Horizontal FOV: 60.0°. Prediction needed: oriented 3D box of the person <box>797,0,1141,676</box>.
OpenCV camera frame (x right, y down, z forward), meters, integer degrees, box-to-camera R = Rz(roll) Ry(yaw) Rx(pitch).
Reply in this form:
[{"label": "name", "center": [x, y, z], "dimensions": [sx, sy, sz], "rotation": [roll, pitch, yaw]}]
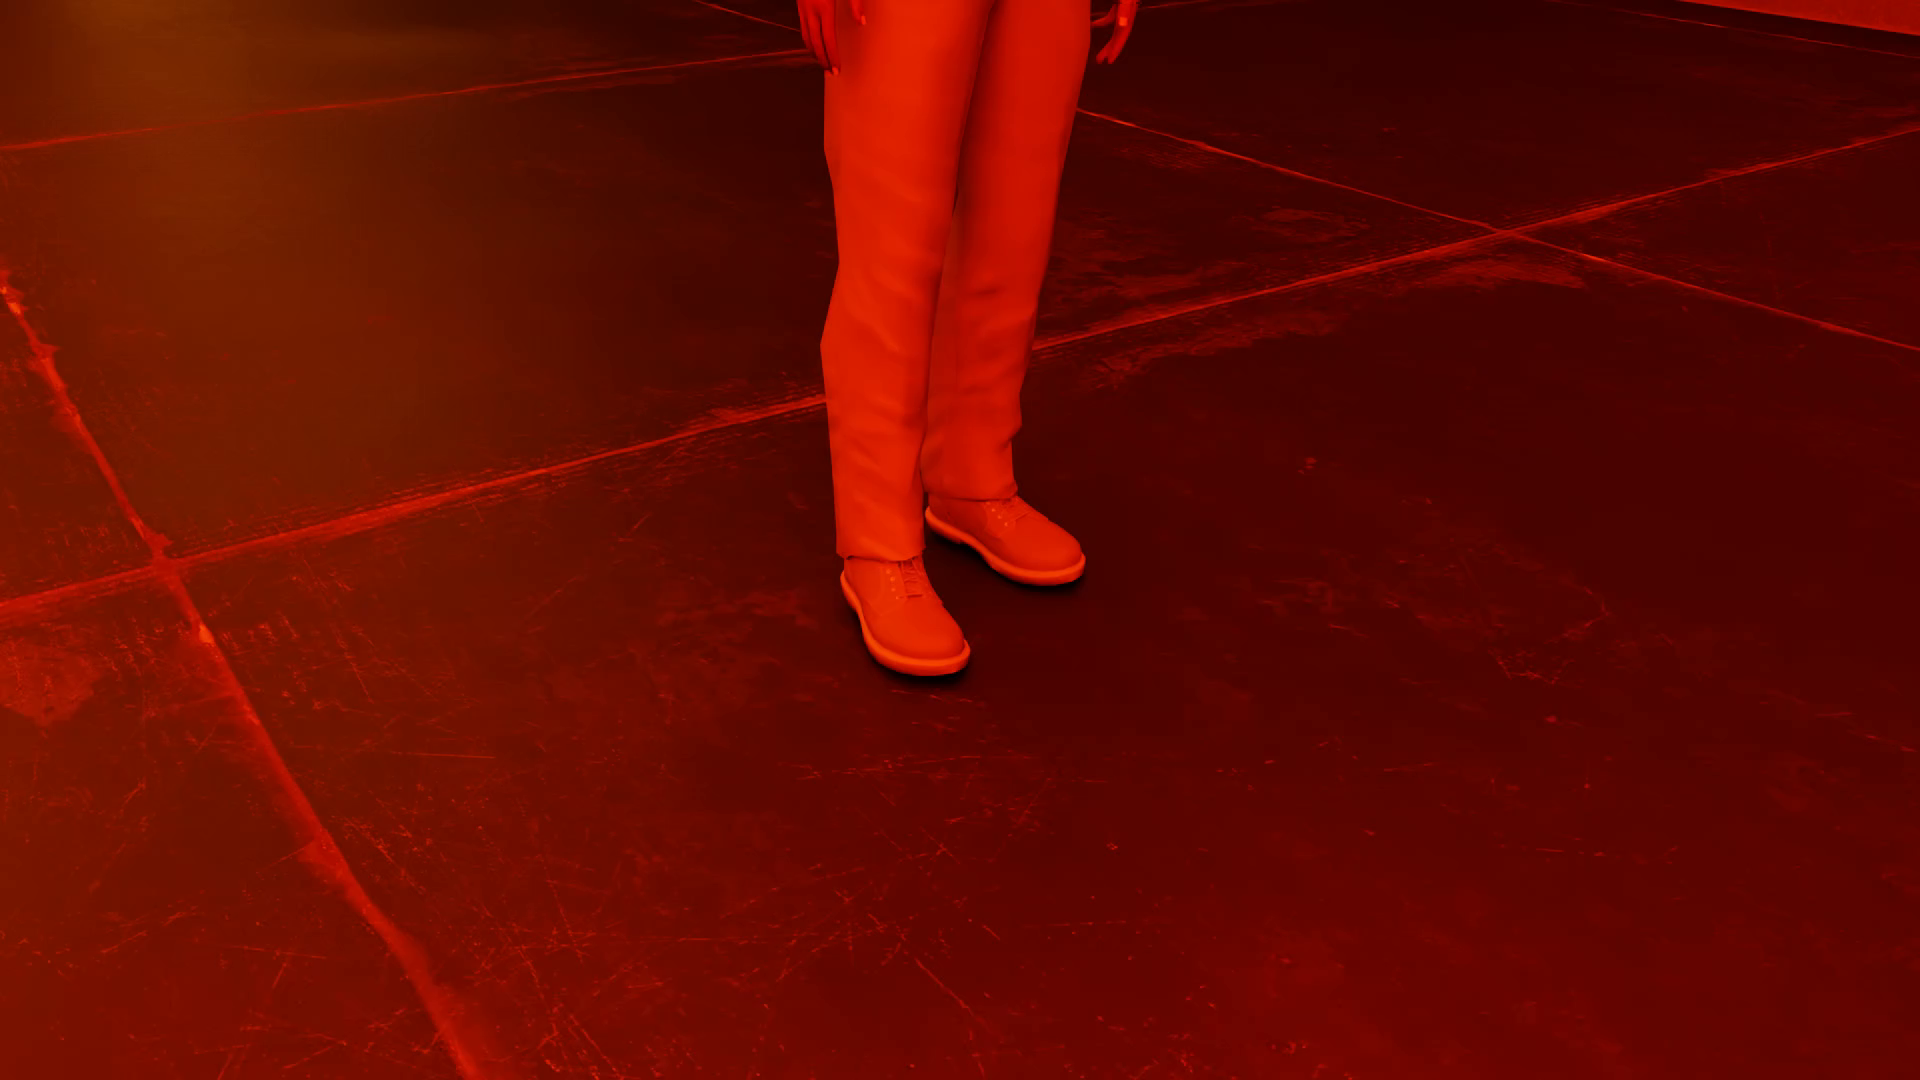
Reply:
[{"label": "person", "center": [0.027, -0.731, 2.052], "dimensions": [0.570, 1.697, 0.528], "rotation": [-17, 31, -31]}]
